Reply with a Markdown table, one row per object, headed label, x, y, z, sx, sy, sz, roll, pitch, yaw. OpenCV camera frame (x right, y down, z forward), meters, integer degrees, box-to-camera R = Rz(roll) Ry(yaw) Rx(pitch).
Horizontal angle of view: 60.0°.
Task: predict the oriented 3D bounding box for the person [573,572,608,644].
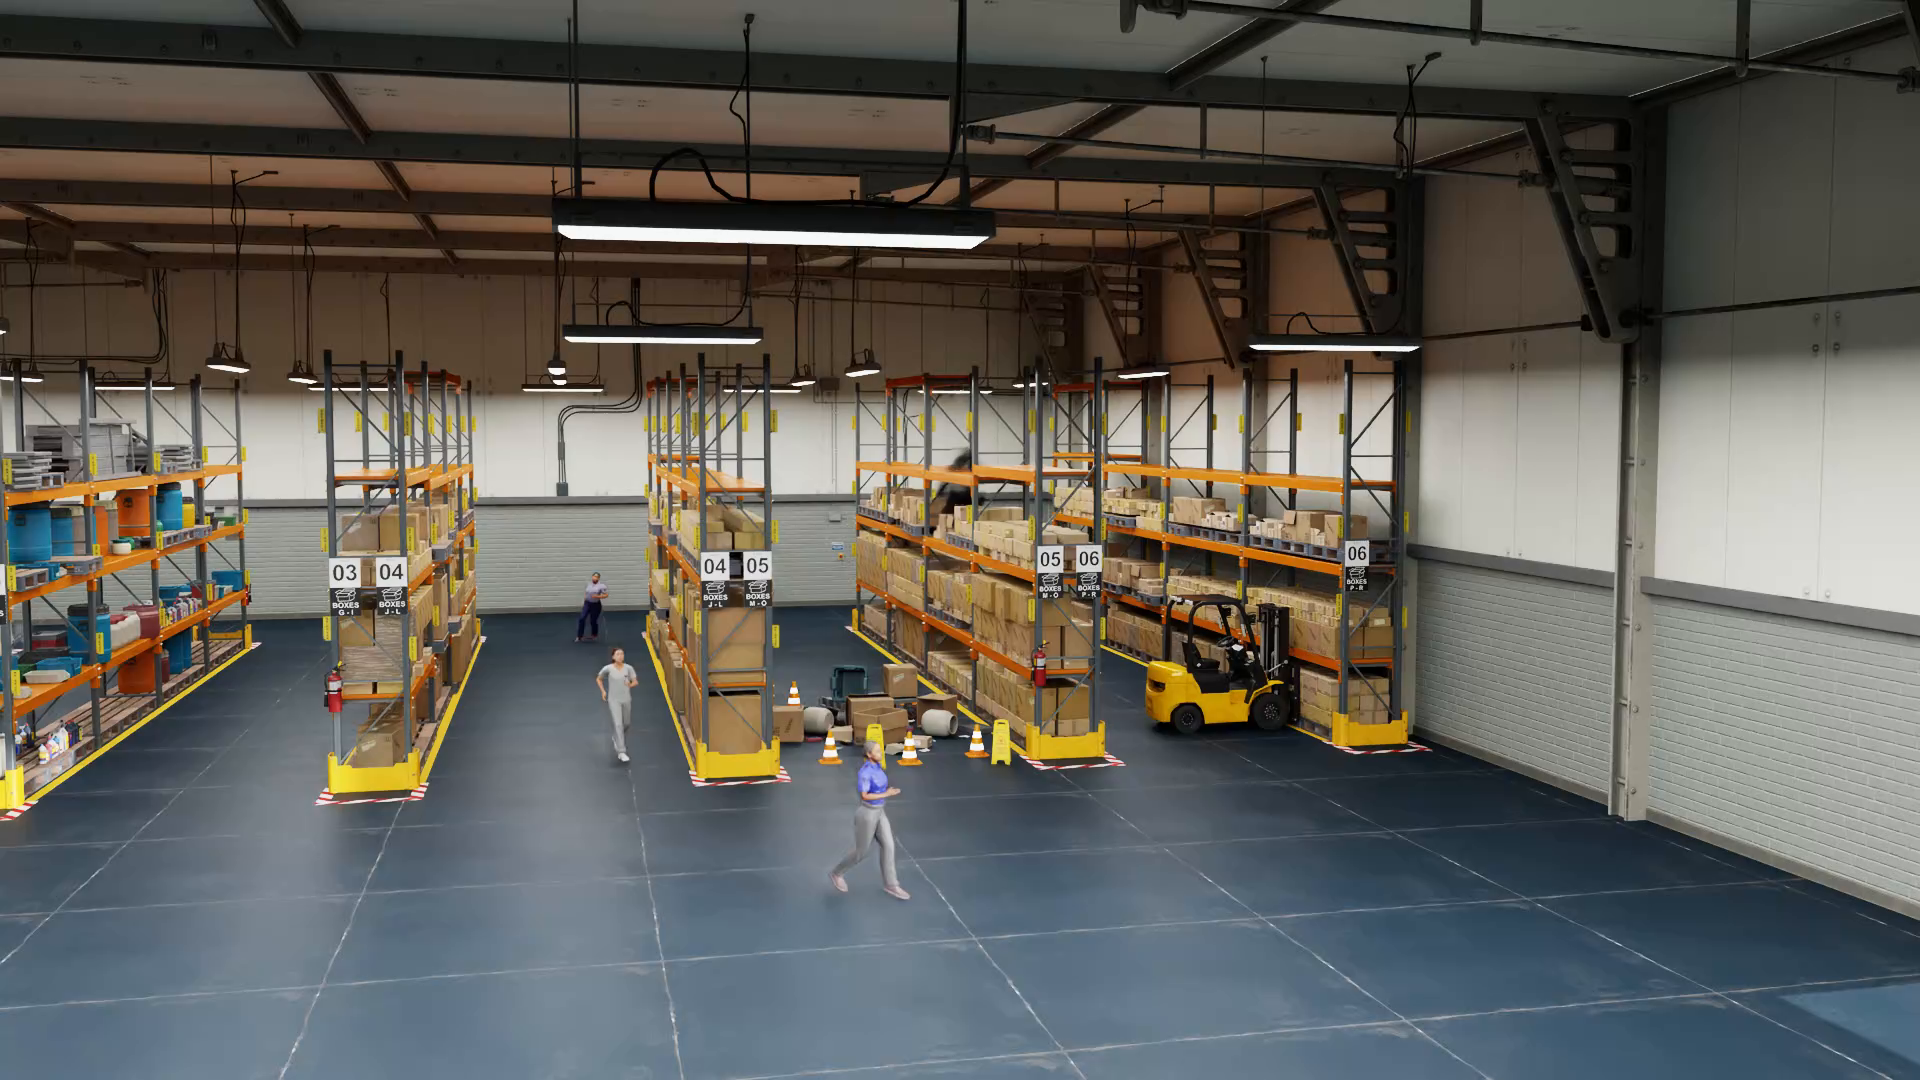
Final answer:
| label | x | y | z | sx | sy | sz | roll | pitch | yaw |
| --- | --- | --- | --- | --- | --- | --- | --- | --- | --- |
| person | -8.436 | 1.536 | 38.286 | 0.722 | 1.615 | 0.832 | 1 | 4 | 10 |

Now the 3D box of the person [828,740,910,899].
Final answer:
| label | x | y | z | sx | sy | sz | roll | pitch | yaw |
| --- | --- | --- | --- | --- | --- | --- | --- | --- | --- |
| person | -0.962 | 2.939 | 17.544 | 0.901 | 1.649 | 0.604 | 2 | 4 | 21 |

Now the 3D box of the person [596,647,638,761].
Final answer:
| label | x | y | z | sx | sy | sz | roll | pitch | yaw |
| --- | --- | --- | --- | --- | --- | --- | --- | --- | --- |
| person | -5.104 | 2.417 | 24.872 | 0.567 | 1.649 | 0.968 | -2 | 5 | -29 |
